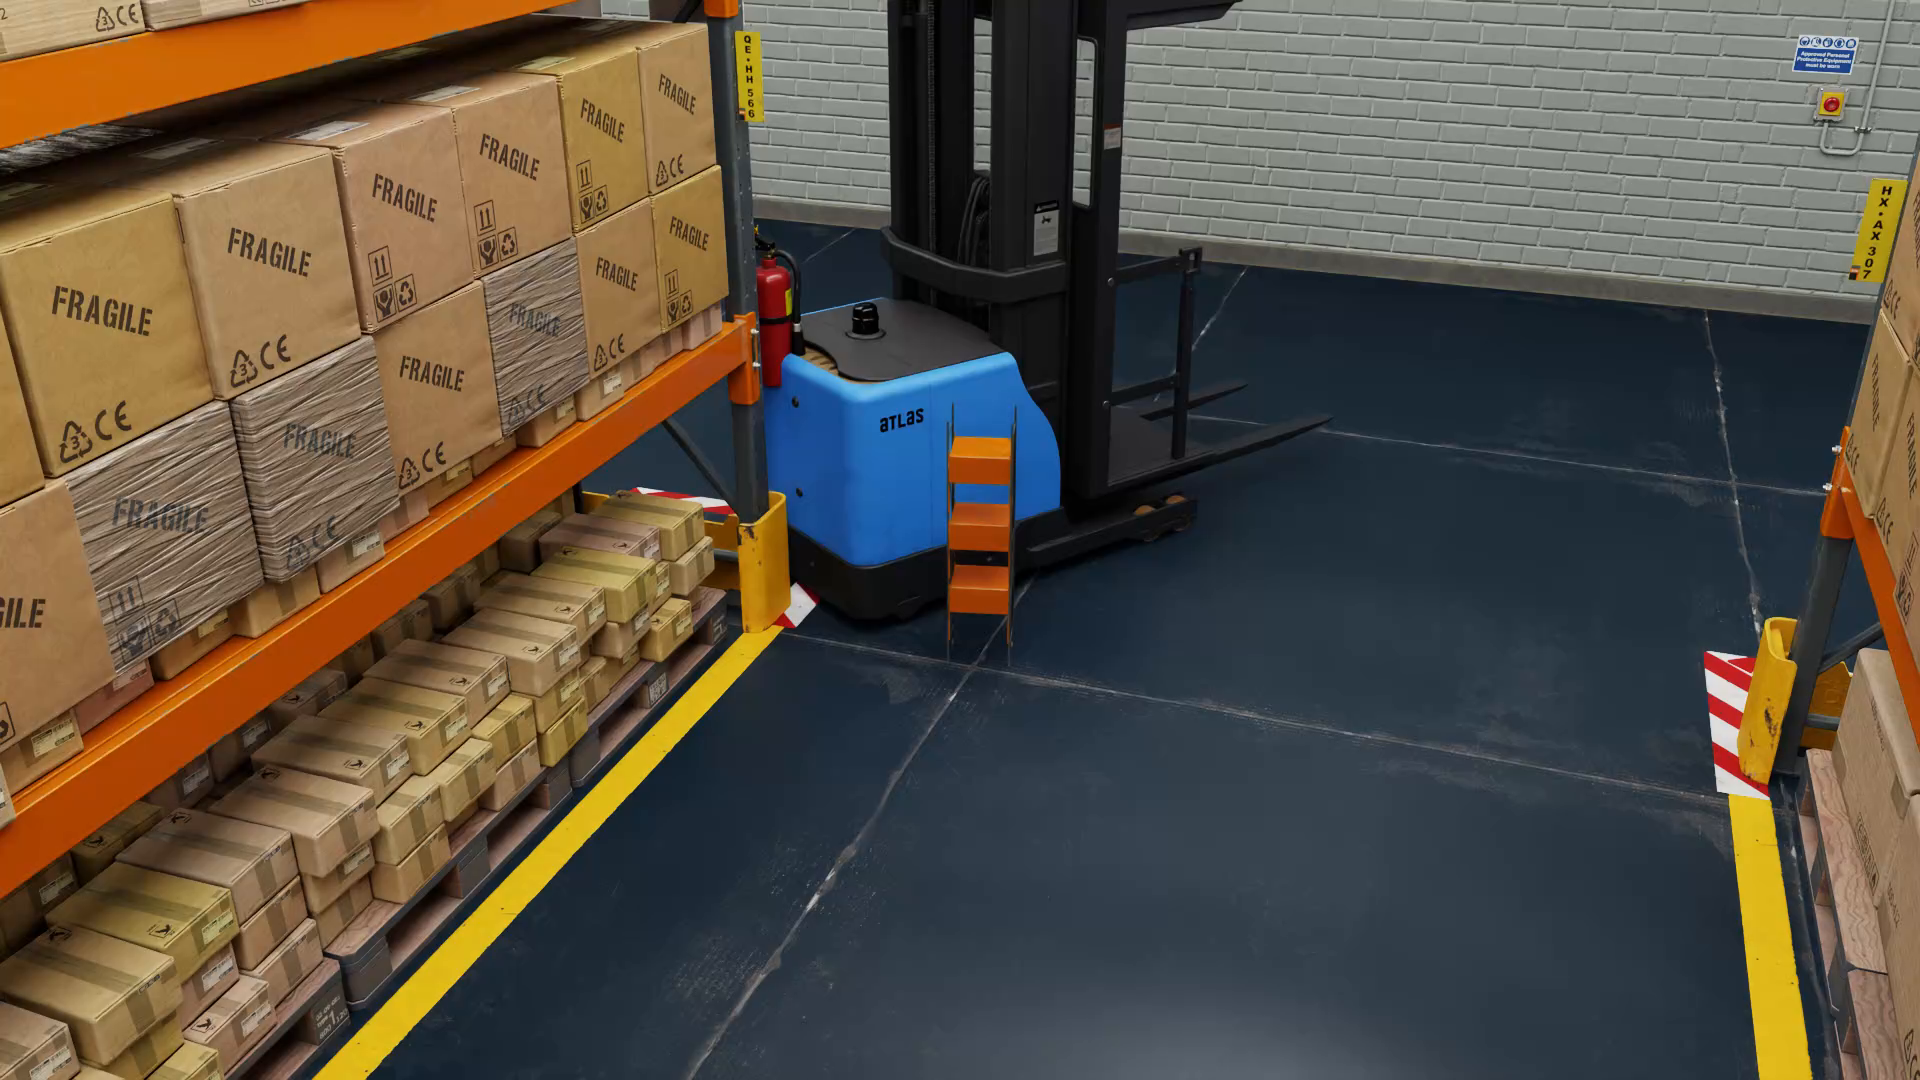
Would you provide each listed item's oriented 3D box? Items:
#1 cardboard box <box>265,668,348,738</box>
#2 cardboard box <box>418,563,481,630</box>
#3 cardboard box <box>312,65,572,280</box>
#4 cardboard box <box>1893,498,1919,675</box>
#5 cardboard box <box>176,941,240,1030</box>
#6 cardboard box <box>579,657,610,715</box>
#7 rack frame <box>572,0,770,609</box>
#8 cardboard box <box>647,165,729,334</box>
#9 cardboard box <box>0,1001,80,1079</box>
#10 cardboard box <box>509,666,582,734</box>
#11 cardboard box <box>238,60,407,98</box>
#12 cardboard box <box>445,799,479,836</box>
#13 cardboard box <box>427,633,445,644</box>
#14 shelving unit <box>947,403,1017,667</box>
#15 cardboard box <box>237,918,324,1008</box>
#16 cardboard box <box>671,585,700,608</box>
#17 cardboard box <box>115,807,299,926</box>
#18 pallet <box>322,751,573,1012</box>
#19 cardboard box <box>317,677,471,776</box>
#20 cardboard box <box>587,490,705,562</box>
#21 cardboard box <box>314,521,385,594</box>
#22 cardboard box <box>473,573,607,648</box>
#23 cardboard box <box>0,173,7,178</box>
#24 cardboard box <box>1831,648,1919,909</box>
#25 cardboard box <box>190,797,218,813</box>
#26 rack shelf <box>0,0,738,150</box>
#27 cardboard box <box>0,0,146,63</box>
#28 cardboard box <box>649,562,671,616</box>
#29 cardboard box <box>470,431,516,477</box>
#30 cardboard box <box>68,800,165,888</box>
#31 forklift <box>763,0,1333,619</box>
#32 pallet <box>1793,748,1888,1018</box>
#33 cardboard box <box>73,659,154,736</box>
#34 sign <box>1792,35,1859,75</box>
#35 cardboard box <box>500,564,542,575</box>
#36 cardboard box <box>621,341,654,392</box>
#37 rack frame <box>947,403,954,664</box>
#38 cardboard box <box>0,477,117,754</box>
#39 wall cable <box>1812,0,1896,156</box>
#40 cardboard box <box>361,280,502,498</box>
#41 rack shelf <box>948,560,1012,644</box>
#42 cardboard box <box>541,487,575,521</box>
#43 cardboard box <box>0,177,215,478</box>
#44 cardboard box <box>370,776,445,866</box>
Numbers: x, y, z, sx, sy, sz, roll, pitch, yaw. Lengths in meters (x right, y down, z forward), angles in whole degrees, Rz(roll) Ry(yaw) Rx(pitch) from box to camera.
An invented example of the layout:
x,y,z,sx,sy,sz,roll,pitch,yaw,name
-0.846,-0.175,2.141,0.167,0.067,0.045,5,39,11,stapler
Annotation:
x,y,z,sx,sy,sz,roll,pitch,yaw,name
-2.202,0.514,5.353,0.380,0.149,0.250,9,27,18,cardboard box
-1.977,0.183,6.037,0.380,0.149,0.250,7,27,15,cardboard box
-1.545,-1.121,5.019,0.500,0.500,0.500,10,28,20,cardboard box
2.648,0.066,4.057,0.500,0.500,0.500,9,27,17,cardboard box
-2.157,1.140,4.402,0.380,0.149,0.250,9,27,17,cardboard box
-1.502,0.521,6.021,0.380,0.149,0.250,9,27,18,cardboard box
-1.295,-1.139,6.661,1.000,3.000,0.127,9,27,17,rack frame
-1.201,-1.096,6.116,0.500,0.500,0.500,9,27,18,cardboard box
-2.316,1.219,3.896,0.380,0.149,0.250,10,28,20,cardboard box
-1.533,0.508,5.707,0.380,0.149,0.250,9,27,18,cardboard box
-2.050,-1.203,5.190,0.500,0.500,0.500,8,27,16,cardboard box
-1.793,0.838,5.367,0.380,0.149,0.250,10,27,19,cardboard box
-2.040,0.429,5.869,0.380,0.149,0.250,7,27,15,cardboard box
0.084,-0.011,6.568,0.252,1.050,0.215,3,26,5,shelving unit
-2.042,1.165,4.691,0.380,0.149,0.250,8,27,16,cardboard box
-1.273,0.202,6.681,0.380,0.149,0.250,9,27,18,cardboard box
-2.065,0.893,4.570,0.380,0.149,0.250,8,27,16,cardboard box
-2.031,0.976,5.493,1.003,0.211,1.213,9,27,17,pallet
-1.772,0.581,5.215,0.380,0.149,0.250,9,27,18,cardboard box
-1.232,-0.058,6.536,0.380,0.149,0.250,9,27,18,cardboard box
-1.830,0.001,4.595,0.380,0.149,0.250,10,28,20,cardboard box
-1.482,0.259,5.881,0.380,0.149,0.250,8,27,15,cardboard box
-2.557,-0.570,3.881,0.500,0.500,0.500,8,27,16,cardboard box
3.282,0.787,5.141,0.875,0.438,0.875,8,27,16,cardboard box
-2.427,0.867,4.965,0.380,0.149,0.250,9,27,19,cardboard box
-1.960,-1.344,4.466,1.077,0.370,4.000,9,27,17,rack shelf
-2.065,-1.137,3.386,0.500,0.250,0.500,8,27,17,cardboard box
-1.339,0.179,6.386,0.380,0.149,0.250,8,27,16,cardboard box
-1.648,-0.335,5.287,0.380,0.149,0.250,8,27,15,cardboard box
-2.469,0.838,4.685,0.380,0.149,0.250,10,27,19,cardboard box
0.504,-1.480,7.443,3.031,2.935,1.130,-18,31,-32,forklift
3.215,1.132,5.169,1.003,0.211,1.213,9,27,17,pallet
-2.168,0.315,3.946,0.380,0.149,0.250,8,27,15,cardboard box
5.236,-2.937,10.064,0.327,0.218,0.001,9,27,17,sign
-1.855,0.104,6.542,0.380,0.149,0.250,9,27,17,cardboard box
-1.324,-0.649,5.937,0.380,0.149,0.250,8,27,17,cardboard box
-0.037,-0.016,6.579,0.008,1.050,0.200,3,26,5,rack frame
-2.223,0.159,3.524,0.500,0.500,0.500,8,27,16,cardboard box
5.261,-3.255,9.828,0.585,1.953,0.123,9,27,17,wall cable
-1.713,-0.472,4.827,0.500,0.500,0.500,10,28,20,cardboard box
0.084,0.249,6.693,0.240,0.259,0.215,3,26,5,rack shelf
-1.789,-0.147,6.718,0.380,0.149,0.250,8,27,15,cardboard box
-2.088,-0.490,3.716,0.500,0.500,0.500,8,27,16,cardboard box
-1.807,0.825,5.052,0.380,0.149,0.250,9,27,17,cardboard box
